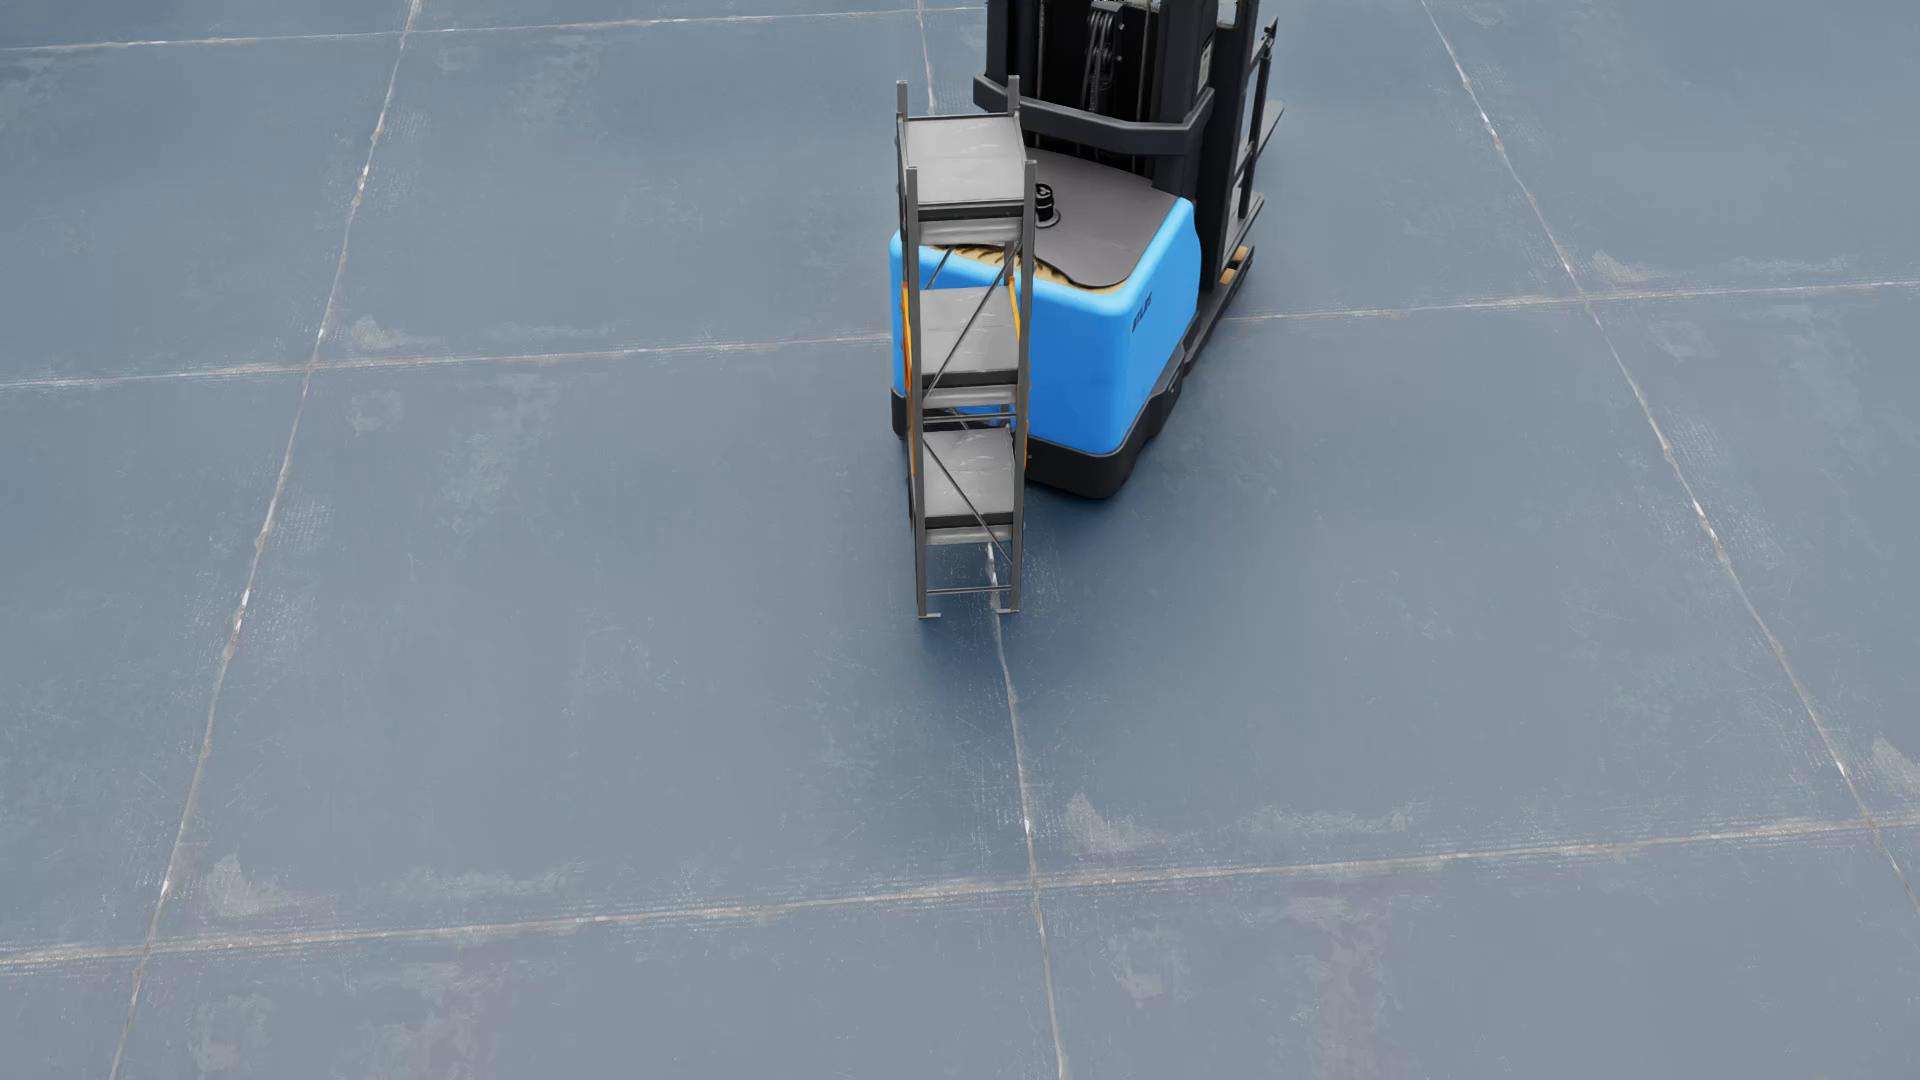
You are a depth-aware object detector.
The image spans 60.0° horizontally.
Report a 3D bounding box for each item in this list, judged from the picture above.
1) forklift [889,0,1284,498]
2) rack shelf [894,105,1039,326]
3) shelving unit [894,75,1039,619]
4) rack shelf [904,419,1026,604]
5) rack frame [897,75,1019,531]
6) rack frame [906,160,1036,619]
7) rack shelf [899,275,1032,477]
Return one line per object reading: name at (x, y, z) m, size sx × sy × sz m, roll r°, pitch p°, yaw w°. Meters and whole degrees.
forklift at (0.774, -2.265, 7.013) m, size 1.130 × 2.935 × 3.031 m, roll 18°, pitch 49°, yaw 17°
rack shelf at (0.014, -1.074, 5.512) m, size 0.431 × 0.518 × 0.480 m, roll -3°, pitch 47°, yaw -3°
shelving unit at (0.014, -0.602, 6.011) m, size 0.431 × 2.100 × 0.503 m, roll -3°, pitch 47°, yaw -3°
rack shelf at (0.014, -0.112, 6.529) m, size 0.431 × 0.518 × 0.480 m, roll -3°, pitch 47°, yaw -3°
rack frame at (-0.007, -0.779, 6.178) m, size 0.400 × 2.100 × 0.015 m, roll -3°, pitch 47°, yaw -3°
rack frame at (0.034, -0.426, 5.844) m, size 0.400 × 2.100 × 0.015 m, roll -3°, pitch 47°, yaw -3°
rack shelf at (0.014, -0.593, 6.021) m, size 0.431 × 0.518 × 0.480 m, roll -3°, pitch 47°, yaw -3°
